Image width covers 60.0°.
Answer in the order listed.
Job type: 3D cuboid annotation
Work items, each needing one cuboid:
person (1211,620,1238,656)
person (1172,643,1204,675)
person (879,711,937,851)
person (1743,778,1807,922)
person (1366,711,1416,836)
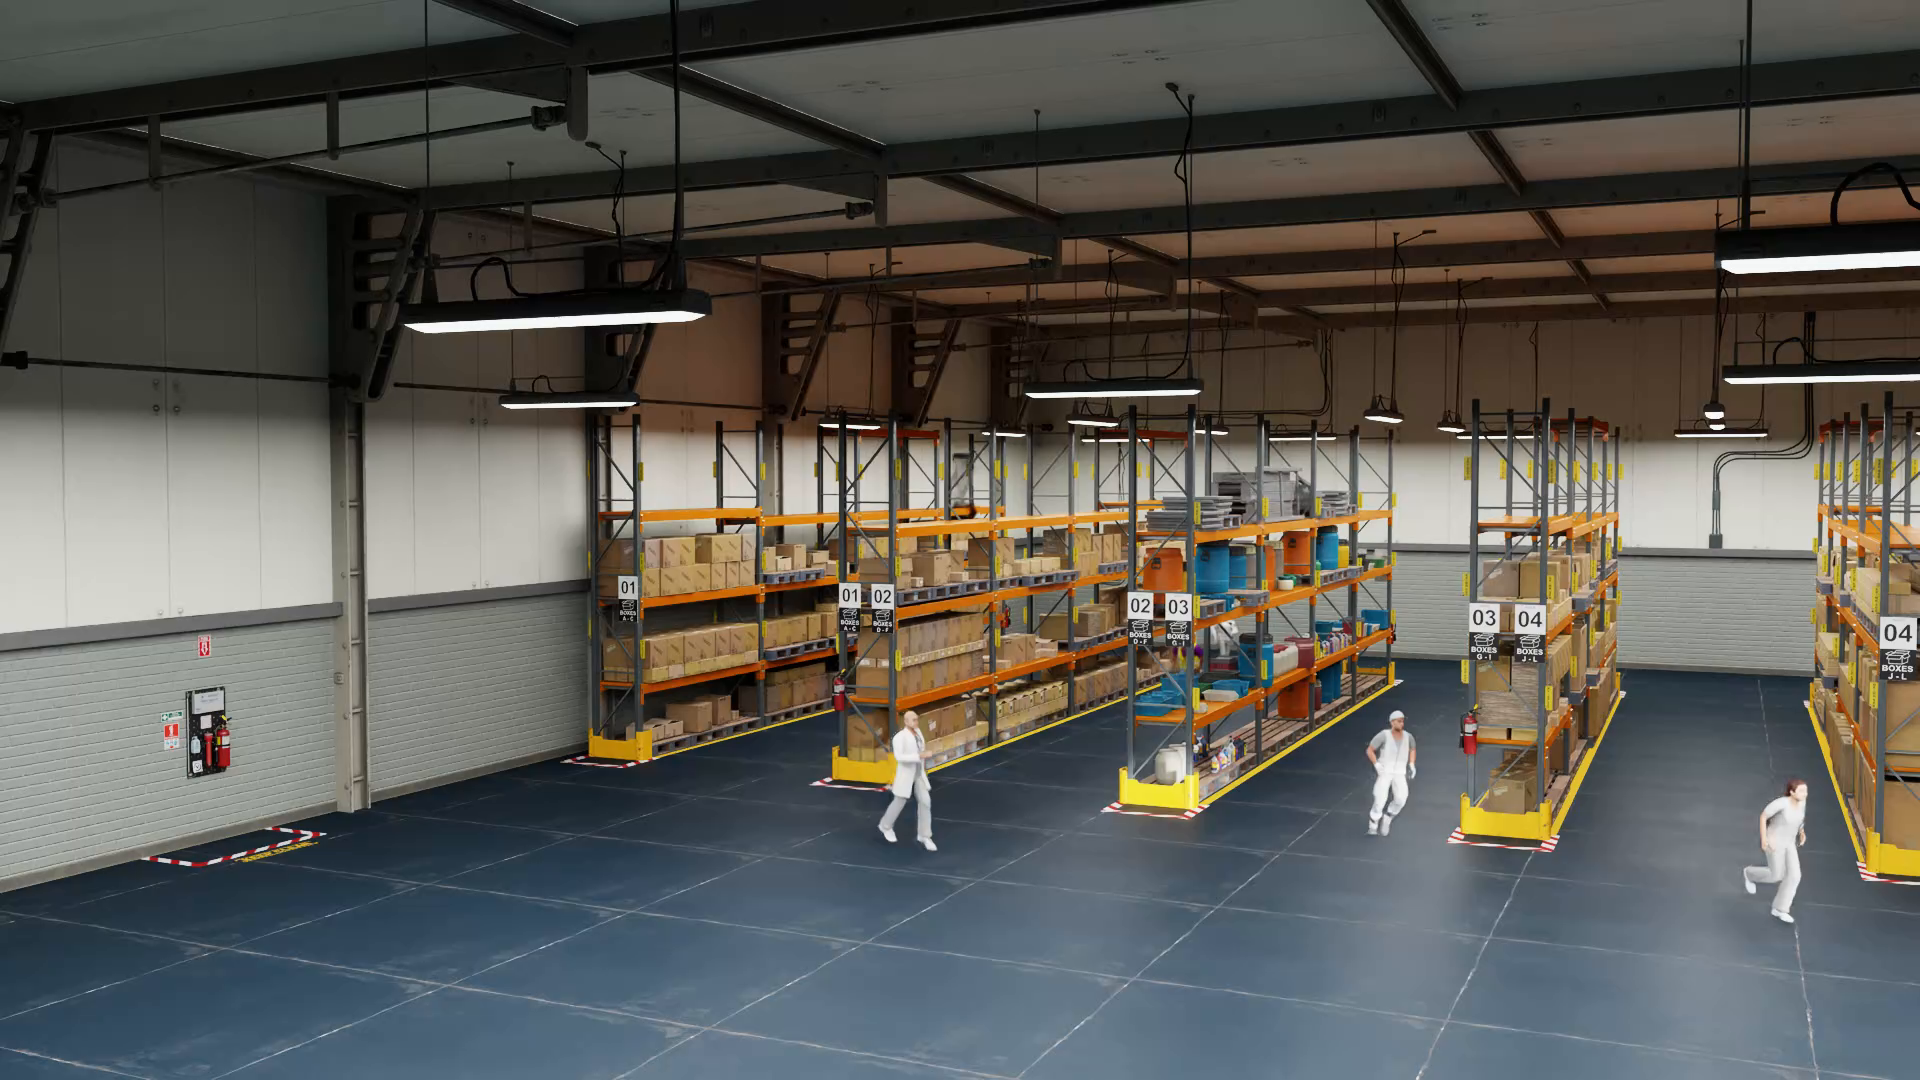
[{"bbox_3d":[6.500,2.500,40.807,0.610,1.712,0.701,0,2,-6],"label":"person"},{"bbox_3d":[4.905,2.760,35.544,0.707,1.599,1.070,1,3,23],"label":"person"},{"bbox_3d":[-0.701,3.180,22.153,0.977,1.822,0.680,2,3,44],"label":"person"},{"bbox_3d":[9.217,3.450,18.795,0.561,1.613,0.812,-1,3,-24],"label":"person"},{"bbox_3d":[5.924,3.192,22.712,0.725,1.718,0.579,0,2,-2],"label":"person"}]
